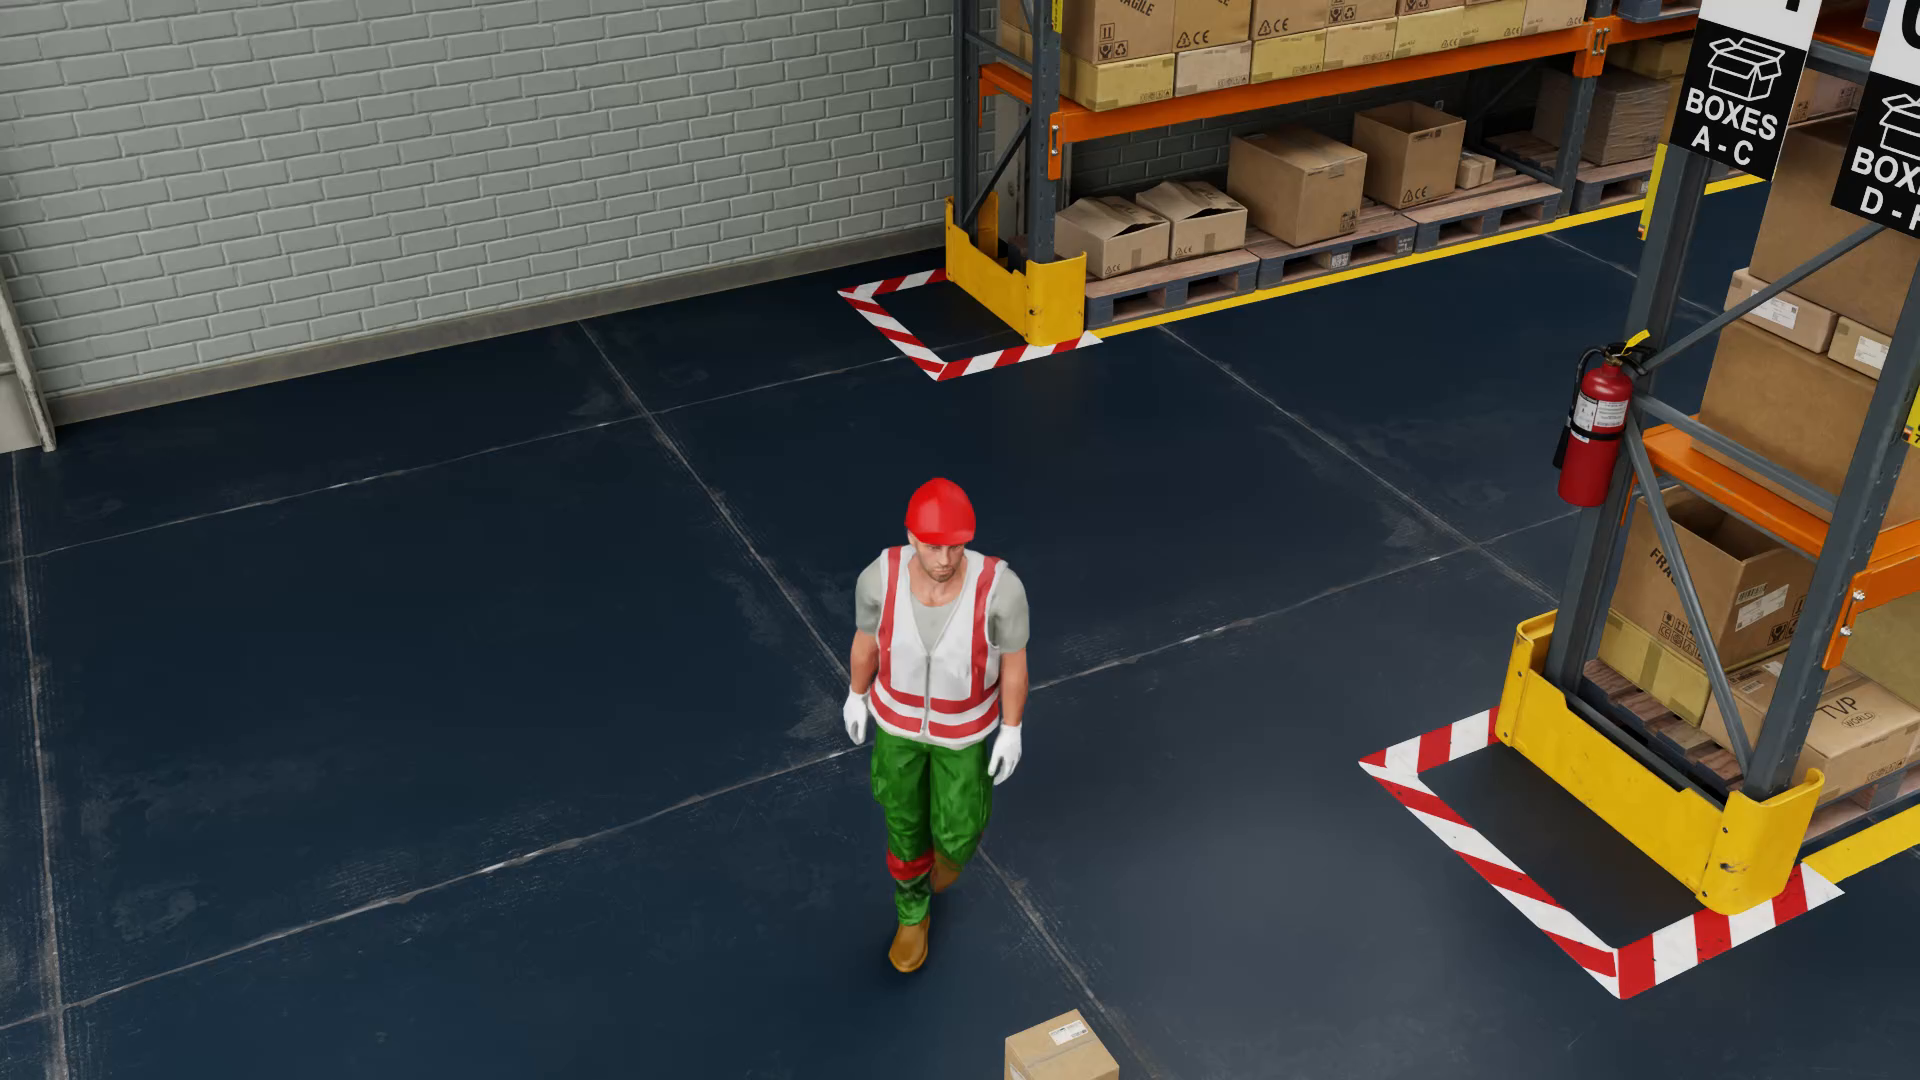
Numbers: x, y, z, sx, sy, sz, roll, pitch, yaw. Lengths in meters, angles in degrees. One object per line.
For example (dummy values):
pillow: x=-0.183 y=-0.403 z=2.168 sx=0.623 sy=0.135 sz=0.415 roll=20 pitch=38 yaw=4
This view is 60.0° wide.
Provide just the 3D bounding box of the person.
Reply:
person: x=-0.087 y=0.555 z=5.244 sx=0.604 sy=1.784 sz=0.570 roll=6 pitch=33 yaw=9
